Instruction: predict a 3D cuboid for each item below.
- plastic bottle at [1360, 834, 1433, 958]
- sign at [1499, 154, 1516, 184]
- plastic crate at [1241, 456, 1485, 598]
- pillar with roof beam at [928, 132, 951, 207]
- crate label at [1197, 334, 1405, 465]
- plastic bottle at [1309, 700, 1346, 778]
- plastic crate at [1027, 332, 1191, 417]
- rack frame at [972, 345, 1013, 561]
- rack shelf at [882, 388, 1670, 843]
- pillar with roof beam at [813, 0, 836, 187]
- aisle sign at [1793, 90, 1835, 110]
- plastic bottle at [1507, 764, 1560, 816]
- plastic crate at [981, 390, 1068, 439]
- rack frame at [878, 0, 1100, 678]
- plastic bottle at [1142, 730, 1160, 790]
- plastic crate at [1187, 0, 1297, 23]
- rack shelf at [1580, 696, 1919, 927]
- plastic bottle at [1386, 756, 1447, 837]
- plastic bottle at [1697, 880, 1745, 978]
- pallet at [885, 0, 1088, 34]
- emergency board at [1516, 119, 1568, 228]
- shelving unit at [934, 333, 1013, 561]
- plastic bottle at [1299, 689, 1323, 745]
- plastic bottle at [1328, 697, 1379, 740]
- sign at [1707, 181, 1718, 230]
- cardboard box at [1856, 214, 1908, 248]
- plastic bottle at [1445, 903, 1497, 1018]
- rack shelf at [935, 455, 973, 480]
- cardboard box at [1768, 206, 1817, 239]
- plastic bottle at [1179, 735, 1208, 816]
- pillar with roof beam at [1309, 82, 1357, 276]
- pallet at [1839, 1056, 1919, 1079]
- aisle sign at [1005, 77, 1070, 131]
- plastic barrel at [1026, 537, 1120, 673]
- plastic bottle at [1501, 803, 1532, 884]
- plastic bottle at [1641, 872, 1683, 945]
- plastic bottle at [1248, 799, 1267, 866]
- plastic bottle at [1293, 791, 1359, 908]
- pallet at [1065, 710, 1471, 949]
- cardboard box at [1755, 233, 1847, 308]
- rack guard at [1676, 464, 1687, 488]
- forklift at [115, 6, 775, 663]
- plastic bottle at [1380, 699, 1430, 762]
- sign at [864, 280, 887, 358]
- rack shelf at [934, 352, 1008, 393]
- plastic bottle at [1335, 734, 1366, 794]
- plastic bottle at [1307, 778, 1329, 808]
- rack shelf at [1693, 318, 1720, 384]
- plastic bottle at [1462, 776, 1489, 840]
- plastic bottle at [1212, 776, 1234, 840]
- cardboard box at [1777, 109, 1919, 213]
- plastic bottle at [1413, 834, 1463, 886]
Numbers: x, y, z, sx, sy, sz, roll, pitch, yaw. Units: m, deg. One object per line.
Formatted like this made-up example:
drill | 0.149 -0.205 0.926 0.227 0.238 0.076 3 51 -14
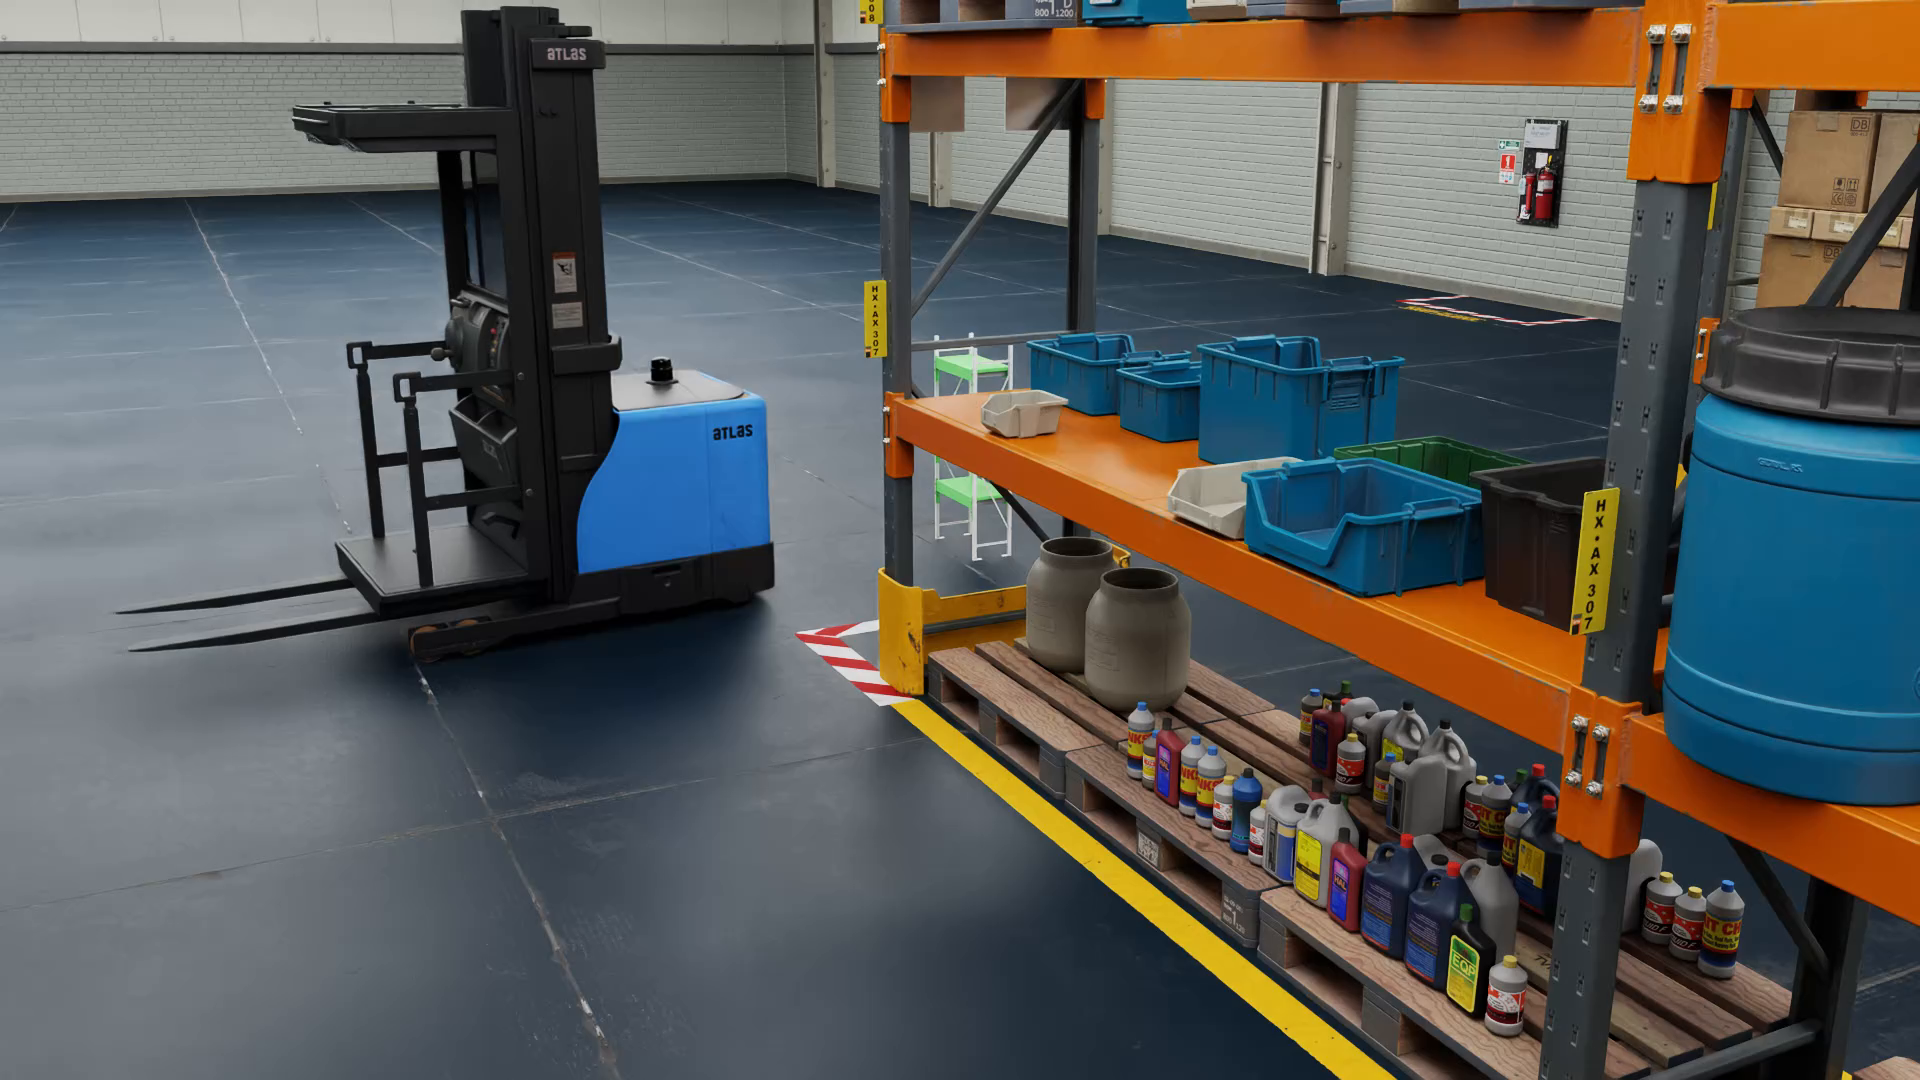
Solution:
plastic bottle | 1.264 1.008 4.806 0.144 0.351 0.185 -9 18 -28
sign | 6.300 -4.274 19.140 0.001 0.329 0.234 -8 18 -25
plastic crate | 1.160 -0.052 4.763 0.499 0.251 0.616 -8 18 -25
pillar with roof beam | -4.257 -10.316 29.385 9.100 9.000 0.400 -8 18 -25
crate label | 1.186 -0.467 5.876 0.502 0.435 0.616 -8 18 -25
plastic bottle | 1.326 0.702 5.994 0.061 0.283 0.133 -8 18 -25
plastic crate | 0.625 -0.714 7.071 0.499 0.251 0.616 -8 18 -25
rack frame | 0.179 -0.475 9.231 0.240 1.200 0.015 -8 18 -25
rack shelf | 1.013 -0.032 5.728 1.077 0.370 4.000 -8 18 -25
pillar with roof beam | -6.886 -11.804 34.570 9.100 9.000 0.400 -8 18 -25
aisle sign | 4.826 -2.773 9.262 0.394 0.787 0.004 -8 18 -25
plastic bottle | 1.826 0.883 5.241 0.144 0.351 0.185 -8 18 -27
plastic crate | 0.239 -0.486 6.485 0.298 0.136 0.250 -8 18 -25
rack frame | 0.137 -0.874 7.357 1.000 3.000 0.127 -8 18 -25
plastic bottle | 0.696 0.773 5.895 0.097 0.201 0.097 0 16 0
plastic crate | 0.822 -1.546 4.740 0.243 0.136 0.396 -8 18 -25
rack shelf | 2.765 0.960 2.272 1.077 0.370 4.000 -8 18 -25
plastic bottle | 1.517 0.838 5.534 0.152 0.276 0.135 -8 18 -25
plastic bottle | 2.143 1.086 4.676 0.097 0.271 0.097 0 16 0
pallet | 0.411 -2.008 6.213 1.003 0.211 1.213 -8 18 -25
emergency board | 6.450 -4.107 18.624 0.194 1.169 0.643 -8 18 -25
shelving unit | 0.073 -0.536 9.442 0.258 1.200 0.503 -8 18 -25
plastic bottle | 1.335 0.662 6.280 0.097 0.201 0.097 0 16 0
plastic bottle | 1.421 0.692 6.041 0.152 0.276 0.135 -8 18 -24
sign | 4.089 -1.860 9.081 0.100 0.325 0.005 -8 18 -25
cardboard box | 4.795 -1.581 8.464 0.380 0.149 0.250 -8 18 -25
plastic bottle | 1.382 1.133 4.492 0.061 0.283 0.133 -7 17 -22
rack shelf | 0.073 -0.474 9.460 0.258 0.148 0.480 -8 18 -25
cardboard box | 4.569 -1.708 8.907 0.380 0.149 0.250 -8 18 -25
plastic bottle | 0.801 0.798 5.679 0.097 0.271 0.097 0 16 0
pillar with roof beam | 1.000 -7.341 19.017 9.100 9.000 0.400 -8 18 -25
pallet | 2.268 1.649 3.623 1.003 0.211 1.213 -8 18 -25
aisle sign | 0.372 -2.177 7.186 0.394 0.787 0.004 -8 18 -25
plastic barrel | 0.494 0.274 7.106 0.421 0.512 0.421 0 16 0
plastic bottle | 1.736 0.946 5.163 0.097 0.271 0.097 0 16 0
plastic bottle | 2.054 1.069 4.862 0.097 0.201 0.097 0 16 0
plastic bottle | 0.978 0.932 5.339 0.097 0.201 0.097 0 16 0
plastic bottle | 1.122 0.927 5.086 0.144 0.351 0.185 -8 18 -25
pallet | 1.094 0.984 5.939 1.003 0.211 1.213 -8 18 -25
cardboard box | 4.784 -1.402 9.017 0.700 0.500 0.500 -8 18 -25
rack guard | 4.580 -0.276 9.805 1.175 0.500 0.348 -8 18 -25
forklift | -2.496 -1.003 7.932 3.031 2.935 1.130 -9 18 -30
plastic bottle | 1.558 0.731 5.769 0.144 0.351 0.185 -7 17 -23
sign | -0.360 -0.941 7.091 0.100 0.325 0.005 -8 18 -25
rack shelf | 0.073 -0.936 9.327 0.258 0.148 0.480 -8 18 -25
plastic bottle | 1.378 0.782 5.862 0.097 0.201 0.097 0 16 0
plastic bottle | 1.150 0.906 5.282 0.061 0.283 0.133 -8 18 -25
rack shelf | 5.467 -0.630 7.811 1.077 0.370 4.000 -8 18 -25
plastic bottle | 1.723 0.882 5.516 0.097 0.201 0.097 0 16 0
plastic bottle | 0.888 0.882 5.516 0.097 0.201 0.097 0 16 0
cardboard box | 4.807 -2.013 8.792 0.700 0.500 0.500 -8 18 -25
plastic bottle | 1.386 1.019 4.901 0.152 0.276 0.135 -8 18 -25
